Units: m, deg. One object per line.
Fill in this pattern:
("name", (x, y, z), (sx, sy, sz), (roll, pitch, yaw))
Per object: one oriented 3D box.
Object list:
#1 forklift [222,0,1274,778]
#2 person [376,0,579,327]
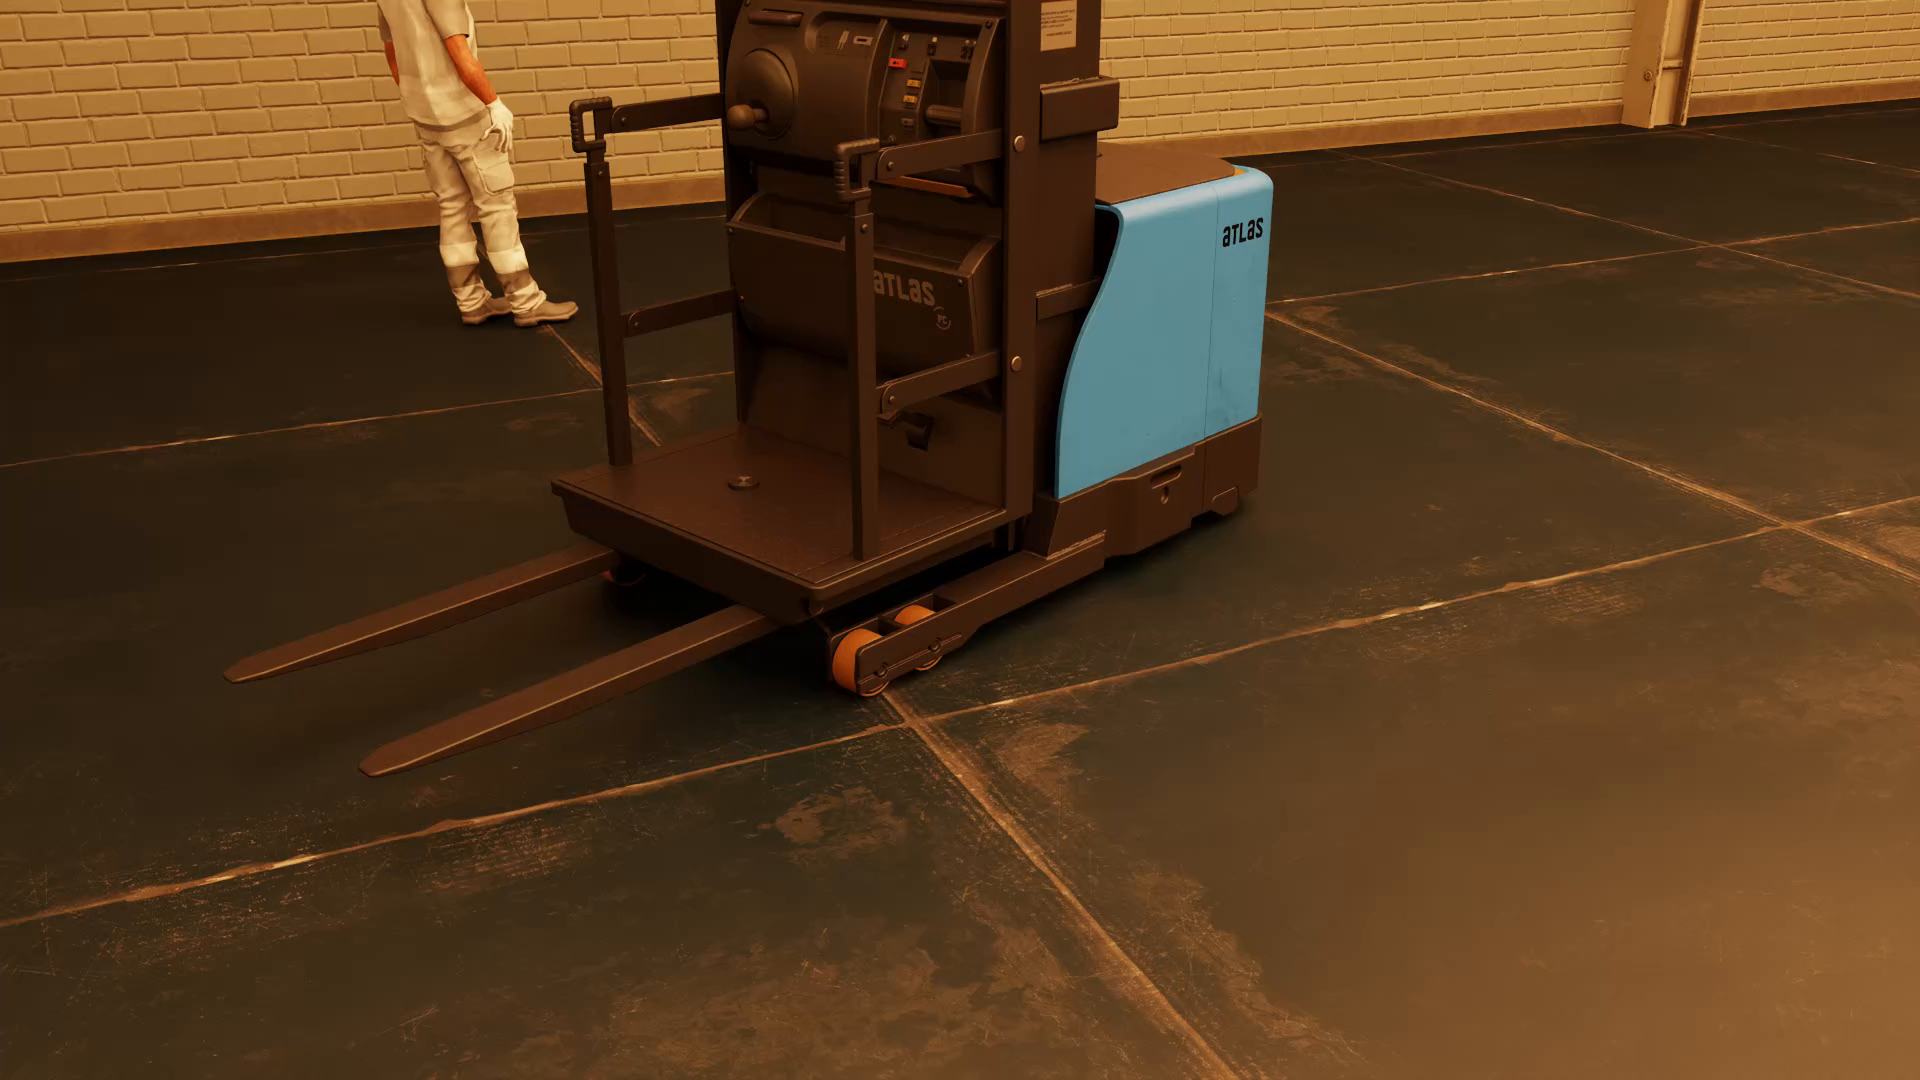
("forklift", (-0.413, -1.182, 4.131), (1.130, 2.935, 3.031), (19, 29, 39))
("person", (-2.108, -1.824, 7.146), (0.637, 1.786, 0.566), (18, 28, 36))
